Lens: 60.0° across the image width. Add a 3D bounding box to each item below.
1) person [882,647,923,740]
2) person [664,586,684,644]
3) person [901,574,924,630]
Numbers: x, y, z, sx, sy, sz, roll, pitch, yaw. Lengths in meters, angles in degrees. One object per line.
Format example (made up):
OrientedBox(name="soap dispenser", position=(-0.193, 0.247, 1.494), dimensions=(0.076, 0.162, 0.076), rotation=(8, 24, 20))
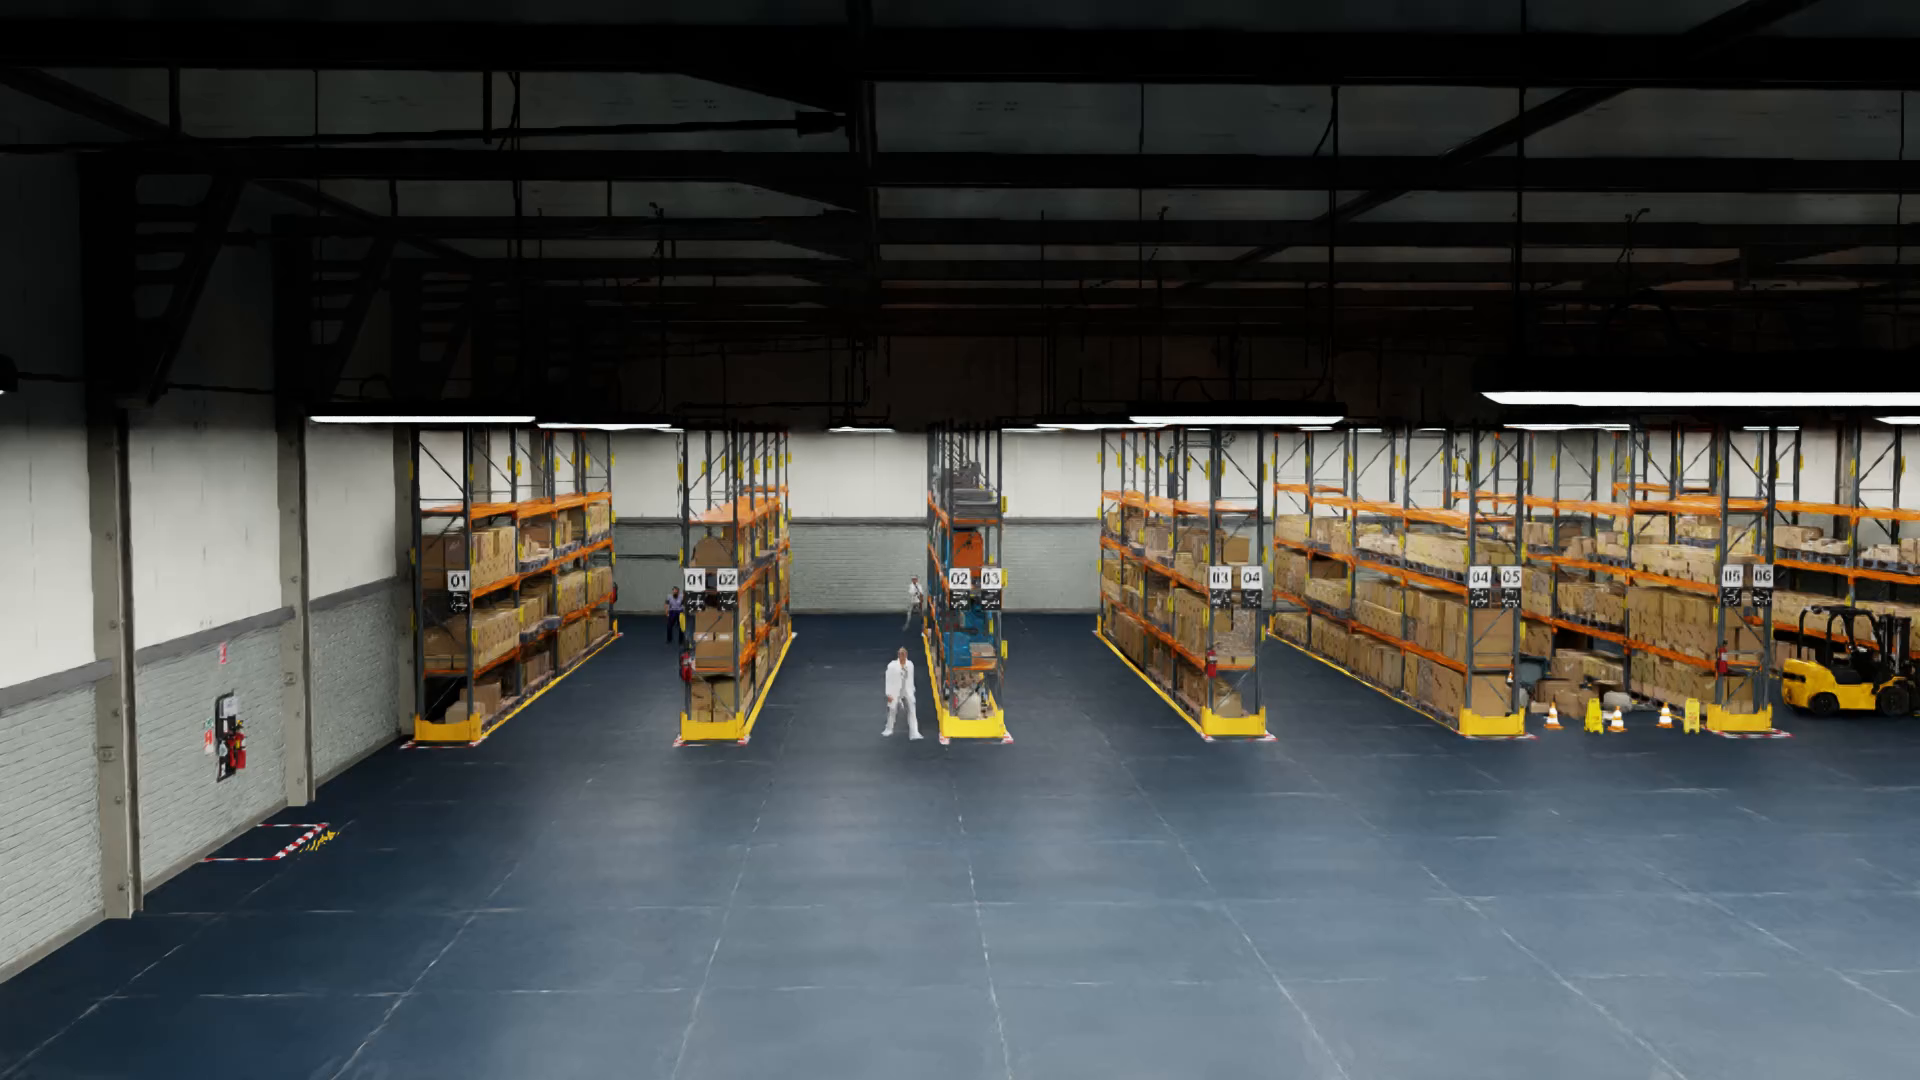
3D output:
OrientedBox(name="person", position=(-1.098, 2.864, 31.203), dimensions=(0.635, 1.734, 1.038), rotation=(-1, 4, -22))
OrientedBox(name="person", position=(-7.739, 2.036, 45.287), dimensions=(0.625, 1.596, 0.517), rotation=(0, 4, -5))
OrientedBox(name="person", position=(-1.318, 1.800, 48.325), dimensions=(0.517, 1.629, 0.847), rotation=(2, 4, 28))
